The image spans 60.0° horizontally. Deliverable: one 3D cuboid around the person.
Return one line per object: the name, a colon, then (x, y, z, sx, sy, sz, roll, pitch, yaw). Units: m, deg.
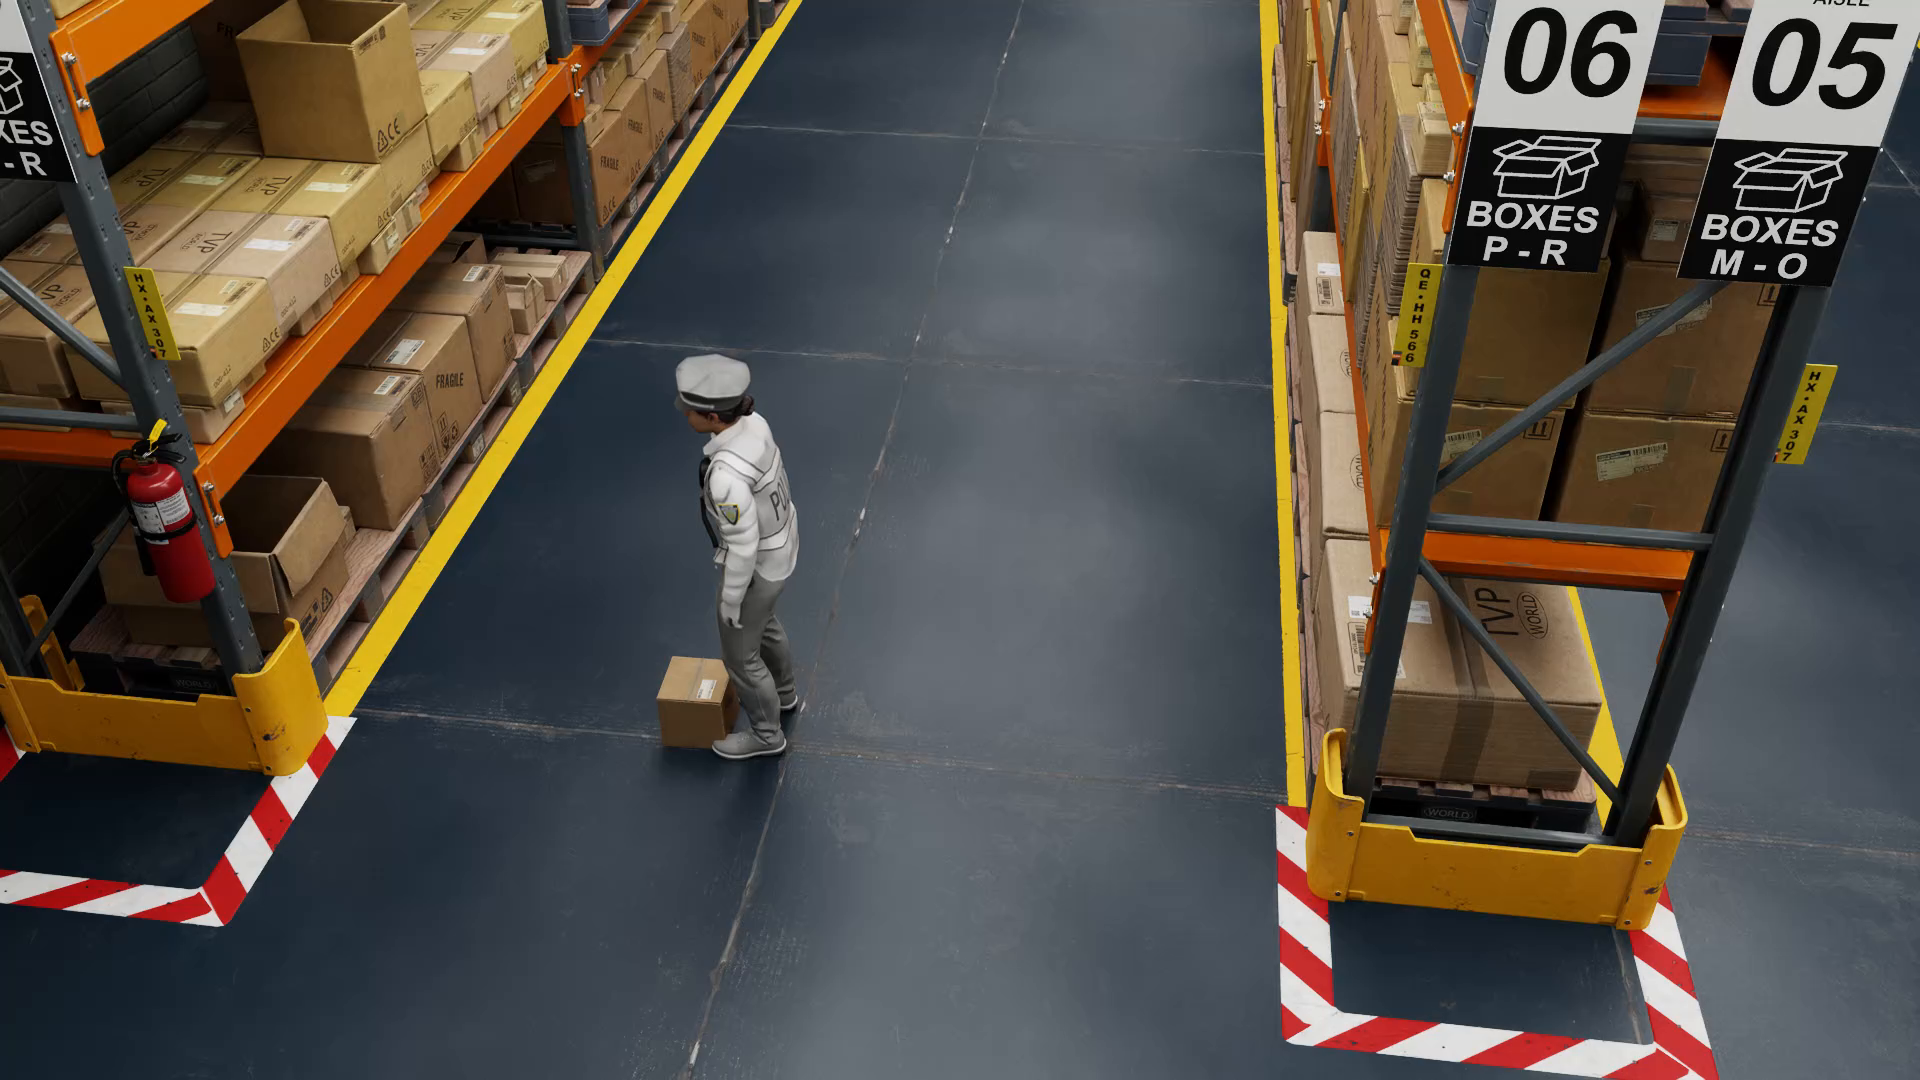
person: (-0.774, 0.084, 6.032, 0.374, 1.662, 0.539, 2, 36, 3)
